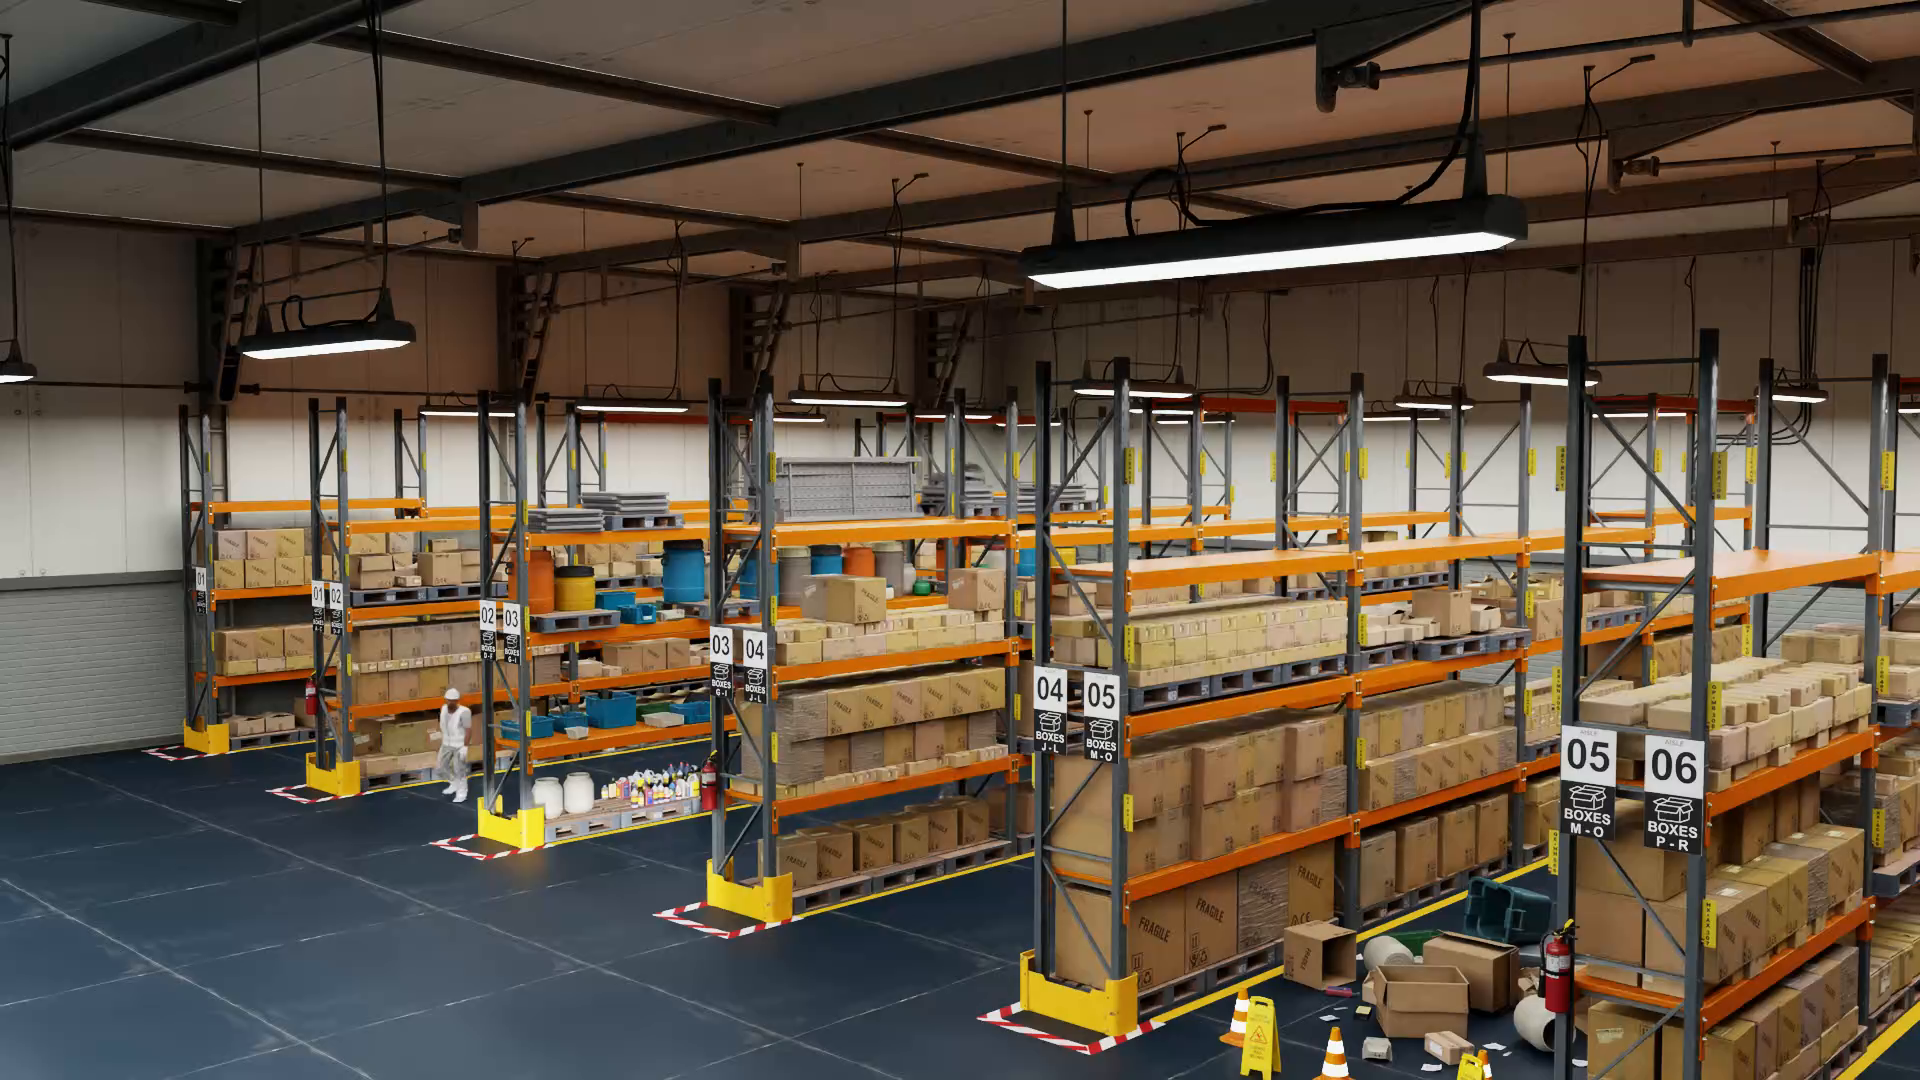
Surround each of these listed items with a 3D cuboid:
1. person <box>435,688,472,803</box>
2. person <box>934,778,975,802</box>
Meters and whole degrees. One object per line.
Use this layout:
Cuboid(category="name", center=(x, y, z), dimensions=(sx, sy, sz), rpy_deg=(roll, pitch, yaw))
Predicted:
Cuboid(category="person", center=(-7.410, 3.014, 24.420), dimensions=(0.686, 1.732, 0.614), rpy_deg=(1, 3, 21))
Cuboid(category="person", center=(-0.069, 3.122, 24.388), dimensions=(0.750, 1.524, 0.513), rpy_deg=(-2, 4, -37))
